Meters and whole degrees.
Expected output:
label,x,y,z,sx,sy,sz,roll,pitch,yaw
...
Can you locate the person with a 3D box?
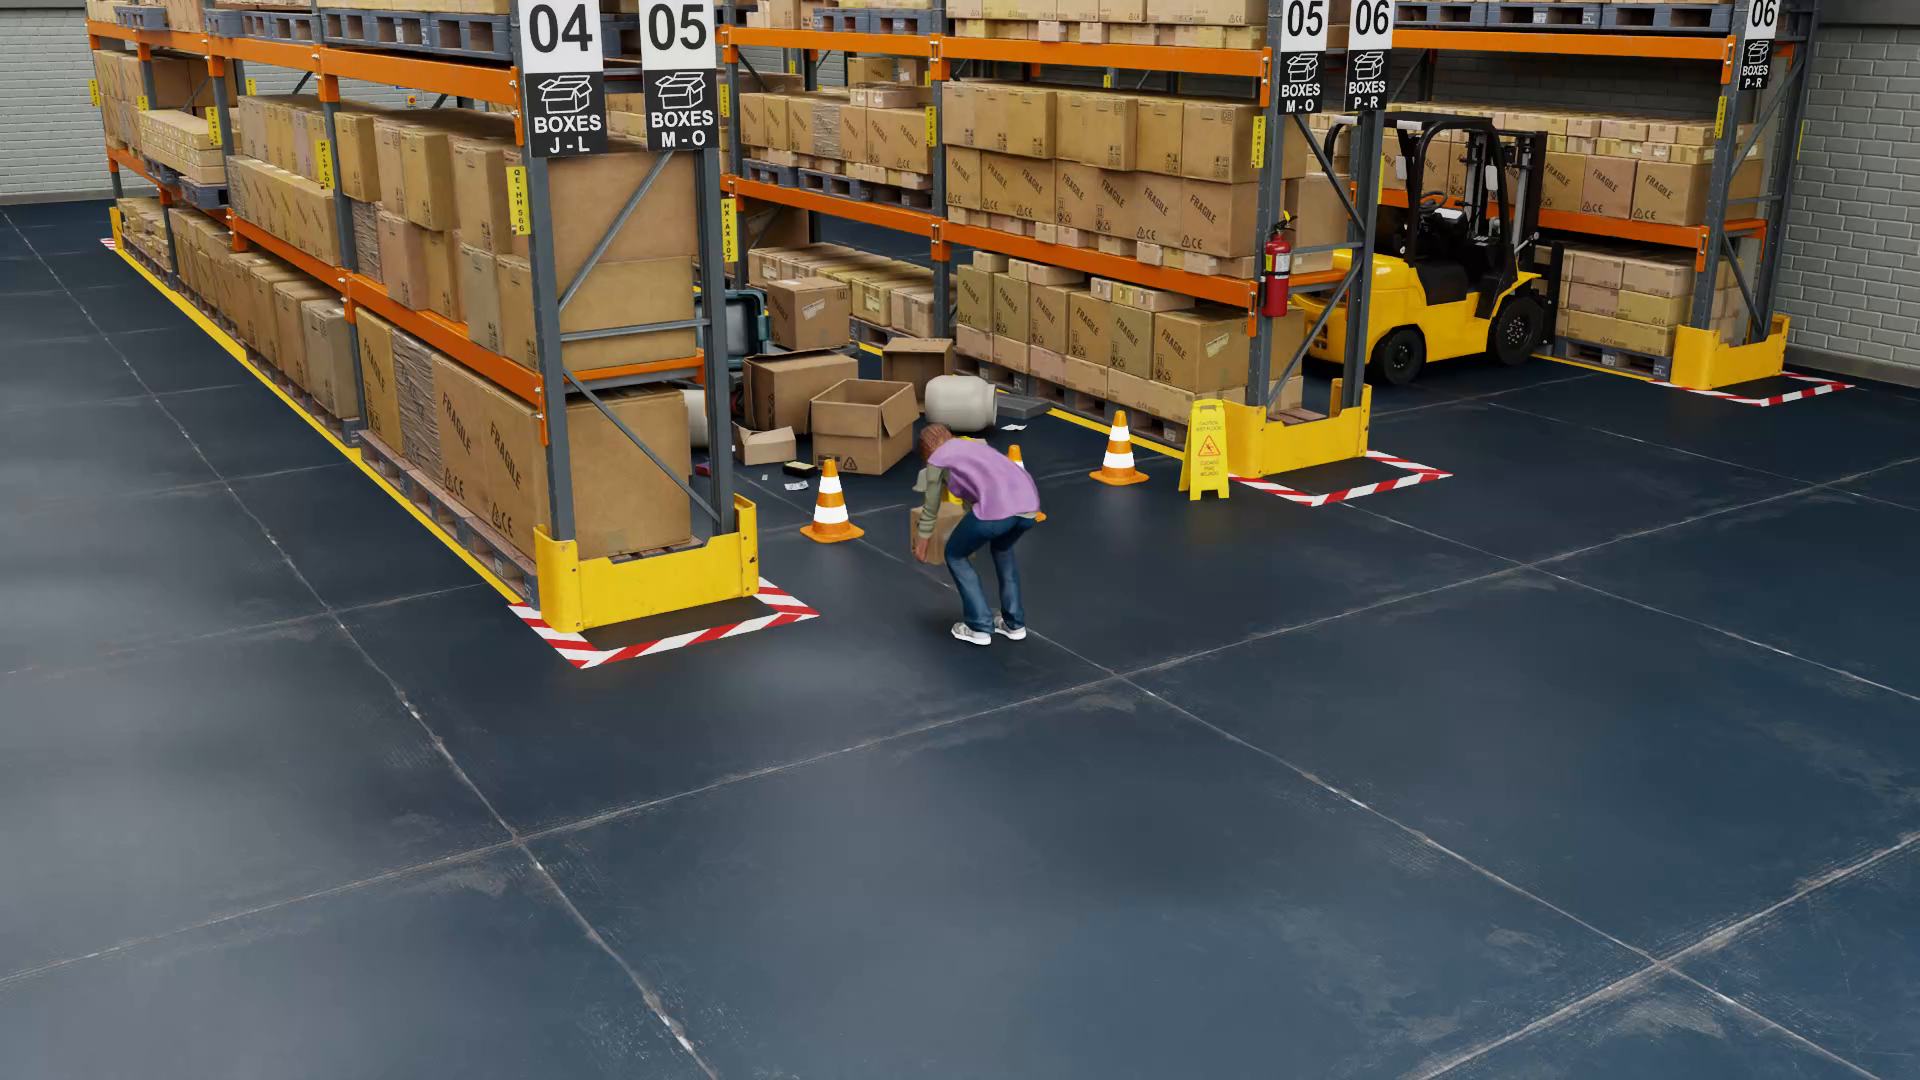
label,x,y,z,sx,sy,sz,roll,pitch,yaw
person,0.066,-0.025,8.543,0.408,1.036,0.855,-13,22,-34
